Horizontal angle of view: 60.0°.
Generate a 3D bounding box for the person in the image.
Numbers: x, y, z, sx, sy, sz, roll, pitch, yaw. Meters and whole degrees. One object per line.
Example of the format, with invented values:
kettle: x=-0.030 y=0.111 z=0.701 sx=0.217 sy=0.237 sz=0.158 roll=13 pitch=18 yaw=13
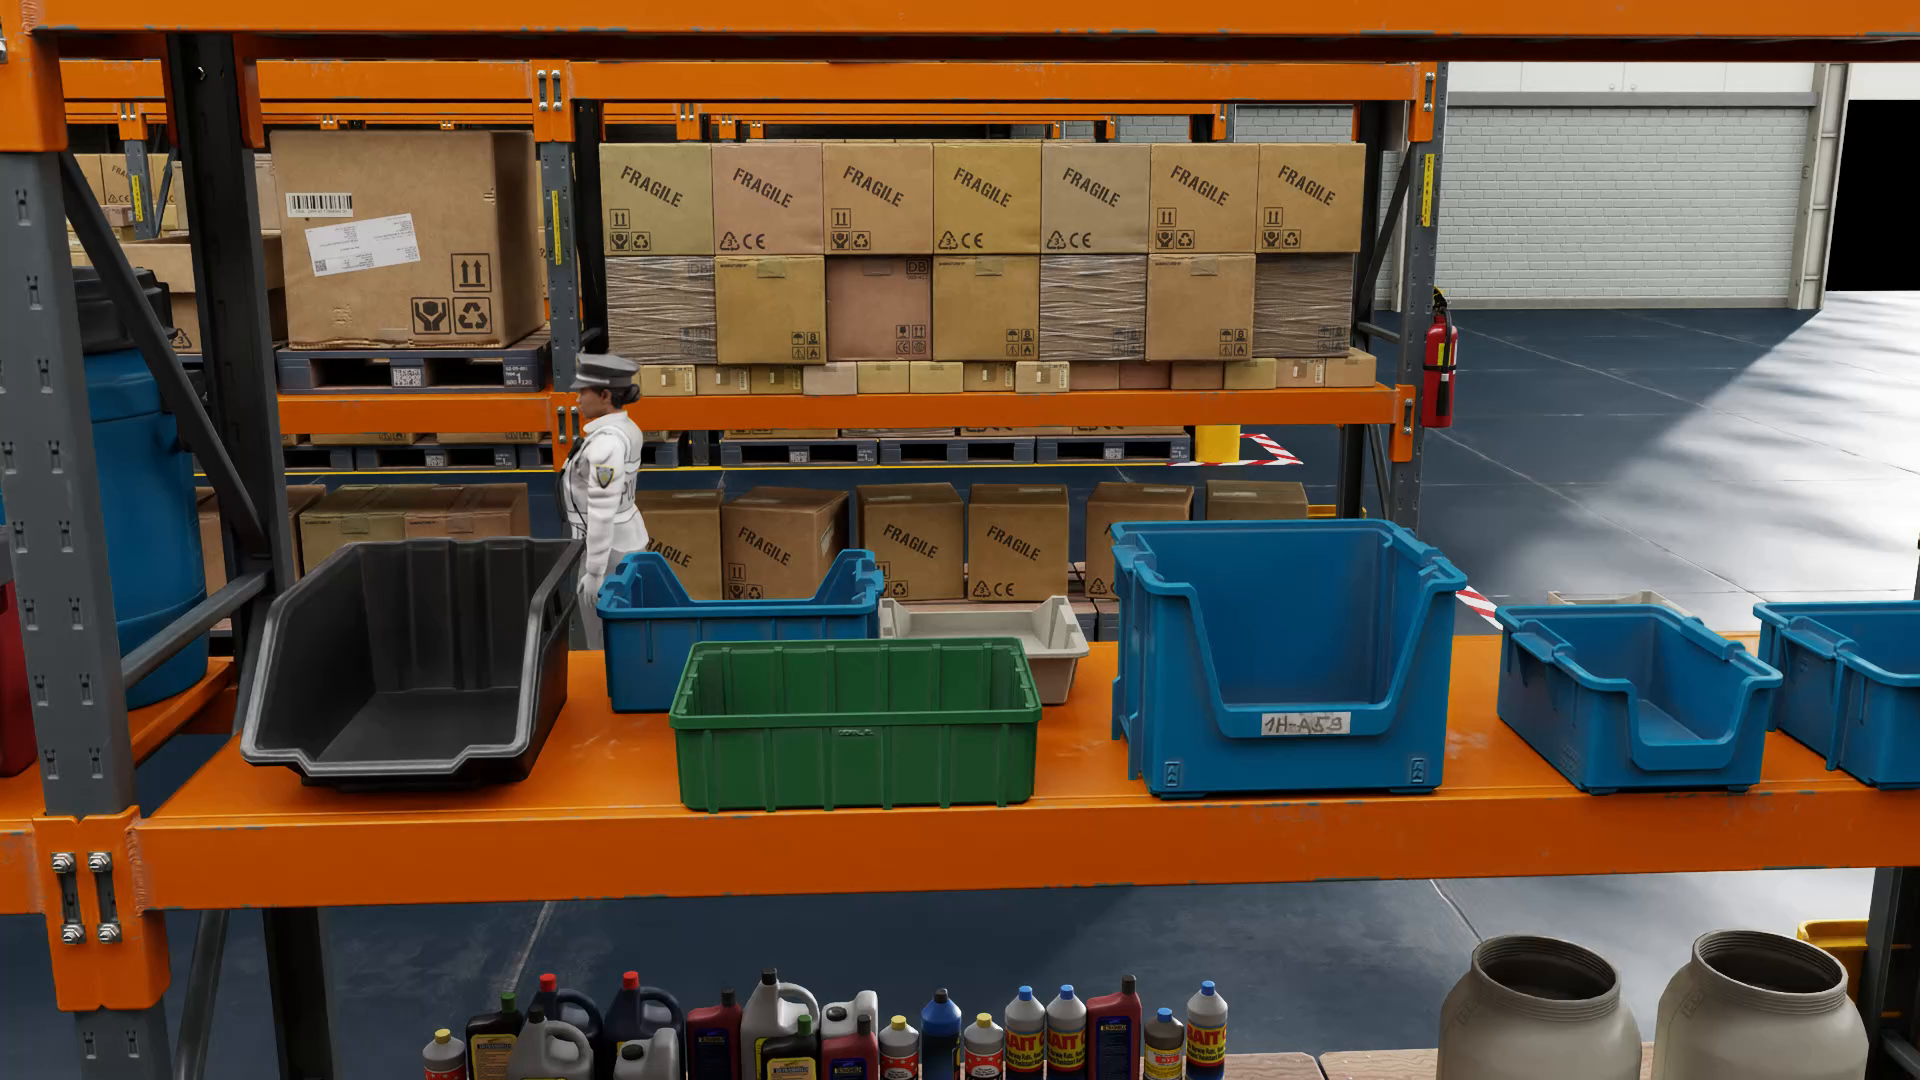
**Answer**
person: x=-1.409 y=0.087 z=6.626 sx=0.330 sy=1.673 sz=0.467 roll=0 pitch=14 yaw=-2
